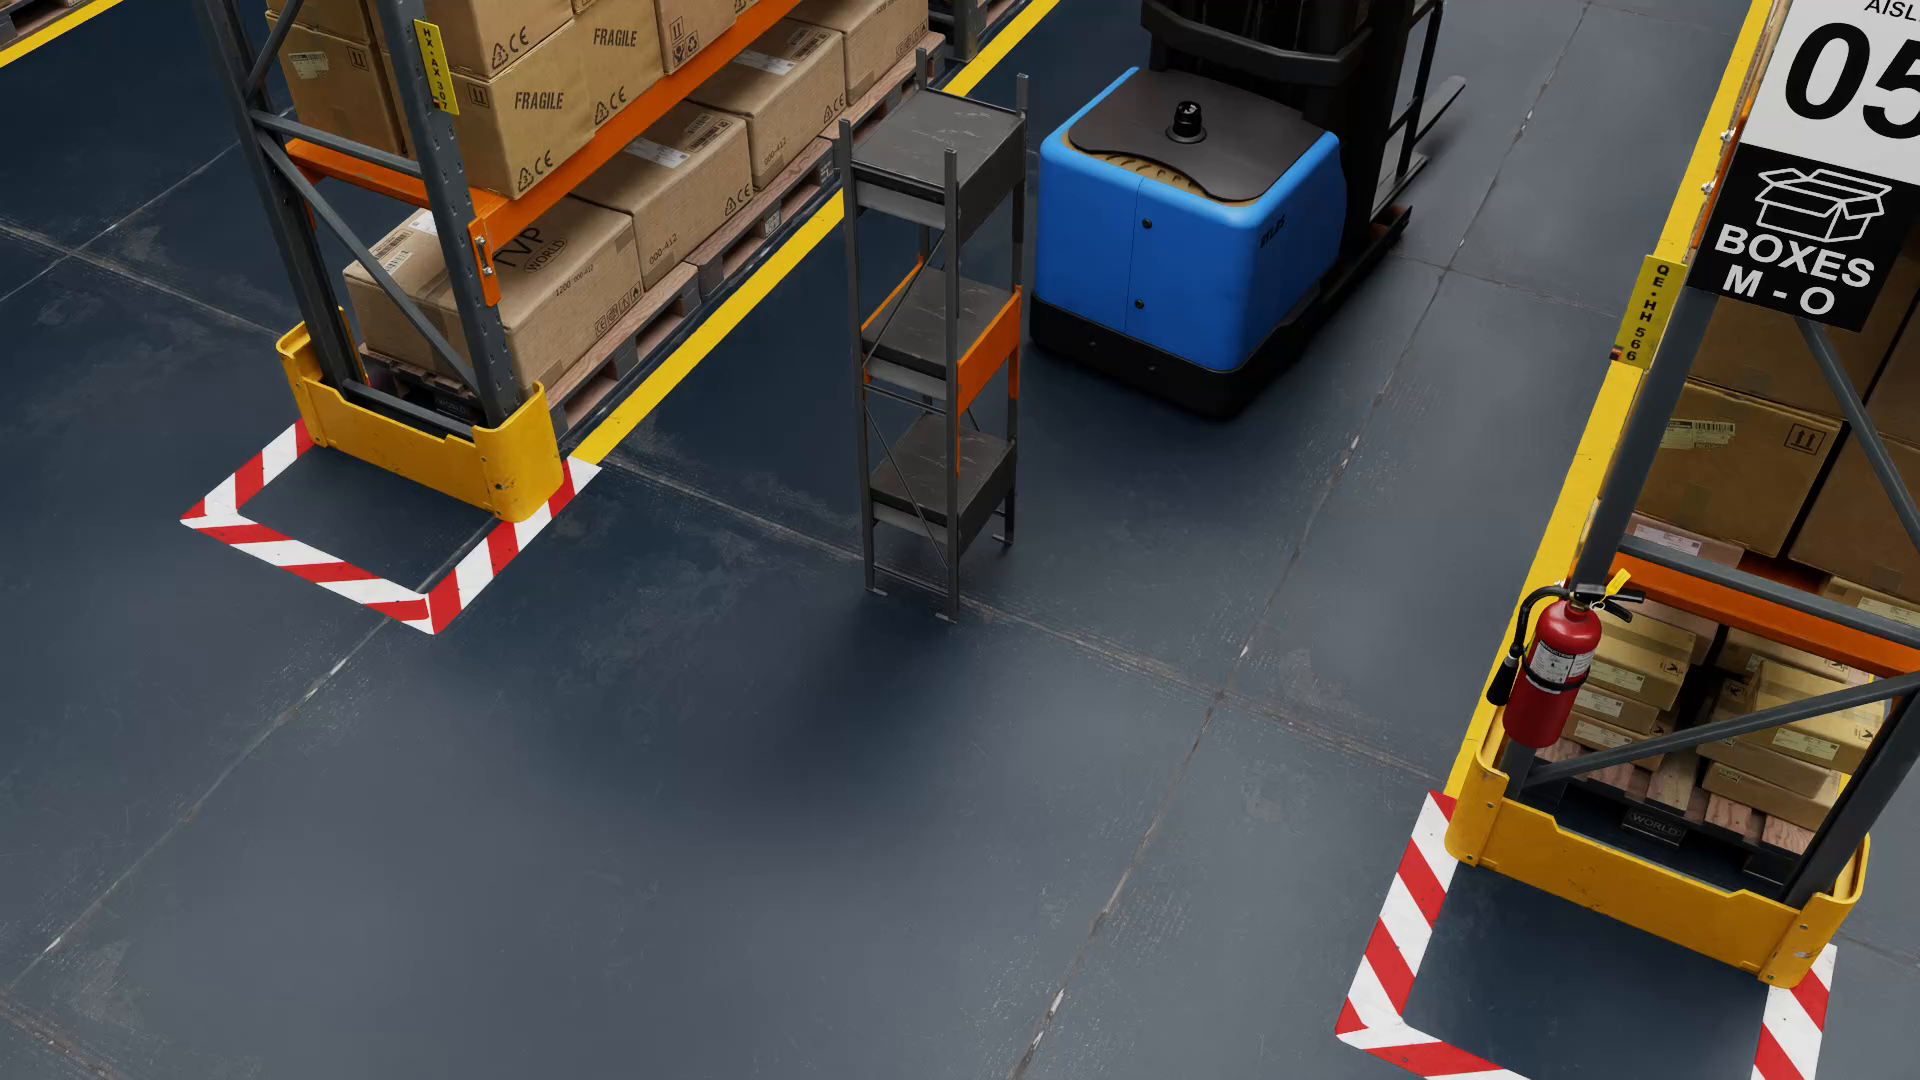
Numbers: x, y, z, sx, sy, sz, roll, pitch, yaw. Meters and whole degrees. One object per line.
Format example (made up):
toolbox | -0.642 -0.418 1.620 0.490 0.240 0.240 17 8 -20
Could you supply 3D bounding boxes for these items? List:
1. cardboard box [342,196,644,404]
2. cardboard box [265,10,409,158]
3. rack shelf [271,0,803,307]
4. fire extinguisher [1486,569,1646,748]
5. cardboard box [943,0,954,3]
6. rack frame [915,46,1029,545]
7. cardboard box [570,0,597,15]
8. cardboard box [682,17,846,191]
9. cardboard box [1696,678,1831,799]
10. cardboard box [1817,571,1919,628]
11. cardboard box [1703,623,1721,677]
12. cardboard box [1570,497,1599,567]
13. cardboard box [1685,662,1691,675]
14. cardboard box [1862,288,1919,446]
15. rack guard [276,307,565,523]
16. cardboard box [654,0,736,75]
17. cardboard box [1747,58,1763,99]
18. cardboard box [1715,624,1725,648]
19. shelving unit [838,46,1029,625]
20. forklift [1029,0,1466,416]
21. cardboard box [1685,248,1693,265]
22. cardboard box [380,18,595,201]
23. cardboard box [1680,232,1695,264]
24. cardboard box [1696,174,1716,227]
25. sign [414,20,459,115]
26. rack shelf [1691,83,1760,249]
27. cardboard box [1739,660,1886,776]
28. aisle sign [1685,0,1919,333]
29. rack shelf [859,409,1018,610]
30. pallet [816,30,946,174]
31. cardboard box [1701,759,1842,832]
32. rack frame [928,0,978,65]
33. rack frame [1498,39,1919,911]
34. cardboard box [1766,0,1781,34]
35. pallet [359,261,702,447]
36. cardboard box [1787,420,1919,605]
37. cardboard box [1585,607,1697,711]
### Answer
cardboard box | -2.010 -1.119 7.253 0.875 0.438 0.875 19 48 18
cardboard box | -2.238 -1.850 6.399 0.500 0.500 0.500 21 49 19
rack shelf | -1.300 -2.430 7.549 1.077 0.370 4.000 20 49 19
fire extinguisher | 1.678 0.312 4.649 0.296 0.674 0.183 20 49 19
cardboard box | -0.154 -3.761 9.556 0.875 0.875 0.875 22 49 20
rack frame | 0.036 -0.788 6.052 0.400 2.100 0.015 20 49 19
cardboard box | -1.519 -2.346 6.186 0.500 0.500 0.500 19 48 18
cardboard box | -1.173 -2.266 8.386 0.875 0.438 0.875 19 48 18
cardboard box | 2.674 0.652 5.496 0.380 0.149 0.250 22 49 21
cardboard box | 2.644 0.140 4.679 0.380 0.149 0.250 20 49 19
cardboard box | 2.888 0.427 5.928 0.380 0.149 0.250 21 49 19
cardboard box | 2.400 0.031 5.901 0.380 0.149 0.250 19 48 18
cardboard box | 2.365 0.324 5.821 0.380 0.149 0.250 19 48 18
cardboard box | 2.647 -0.539 4.191 0.500 0.500 0.500 20 49 19
rack guard | -2.239 -0.529 6.922 1.175 0.500 0.348 20 49 19
cardboard box | -1.289 -2.308 6.852 0.500 0.500 0.500 20 49 19
cardboard box | 2.431 -1.033 4.680 0.500 0.500 0.500 19 48 18
cardboard box | 2.886 0.315 5.830 0.380 0.149 0.250 21 49 20
shelving unit | -0.077 -0.634 5.900 0.431 2.100 0.503 20 49 19
forklift | 1.565 -2.583 7.242 1.130 2.935 3.031 26 51 24
cardboard box | 2.428 -0.683 5.037 0.500 0.500 0.500 20 49 18
cardboard box | -1.751 -1.666 6.217 0.500 0.500 0.500 20 49 19
cardboard box | 3.483 -1.227 7.563 0.380 0.149 0.250 22 49 20
cardboard box | 2.895 -1.316 5.663 0.500 0.500 0.500 23 50 21
sign | -1.739 -1.568 5.527 0.100 0.325 0.005 20 49 19
rack shelf | 3.132 -1.914 4.929 1.077 0.370 4.000 20 49 19
cardboard box | 2.747 0.575 5.364 0.380 0.149 0.250 18 48 17
aisle sign | 1.904 -0.819 3.623 0.394 0.787 0.004 20 49 19
rack shelf | -0.077 -0.132 6.408 0.431 0.518 0.480 20 49 19
pallet | -0.793 -2.510 9.082 1.003 0.211 1.213 20 49 19
cardboard box | 2.730 0.778 5.582 0.380 0.149 0.250 21 49 20
rack frame | -0.371 -3.943 8.538 1.000 3.000 0.127 20 49 19
rack frame | 2.203 0.148 4.495 1.000 3.000 0.127 20 49 19
cardboard box | 2.907 -1.698 5.337 0.500 0.500 0.500 19 48 18
pallet | -1.926 -0.972 7.563 1.003 0.211 1.213 20 49 19
cardboard box | 2.656 -0.184 4.543 0.500 0.500 0.500 23 50 21
cardboard box | 2.225 0.376 5.561 0.380 0.149 0.250 21 49 19
